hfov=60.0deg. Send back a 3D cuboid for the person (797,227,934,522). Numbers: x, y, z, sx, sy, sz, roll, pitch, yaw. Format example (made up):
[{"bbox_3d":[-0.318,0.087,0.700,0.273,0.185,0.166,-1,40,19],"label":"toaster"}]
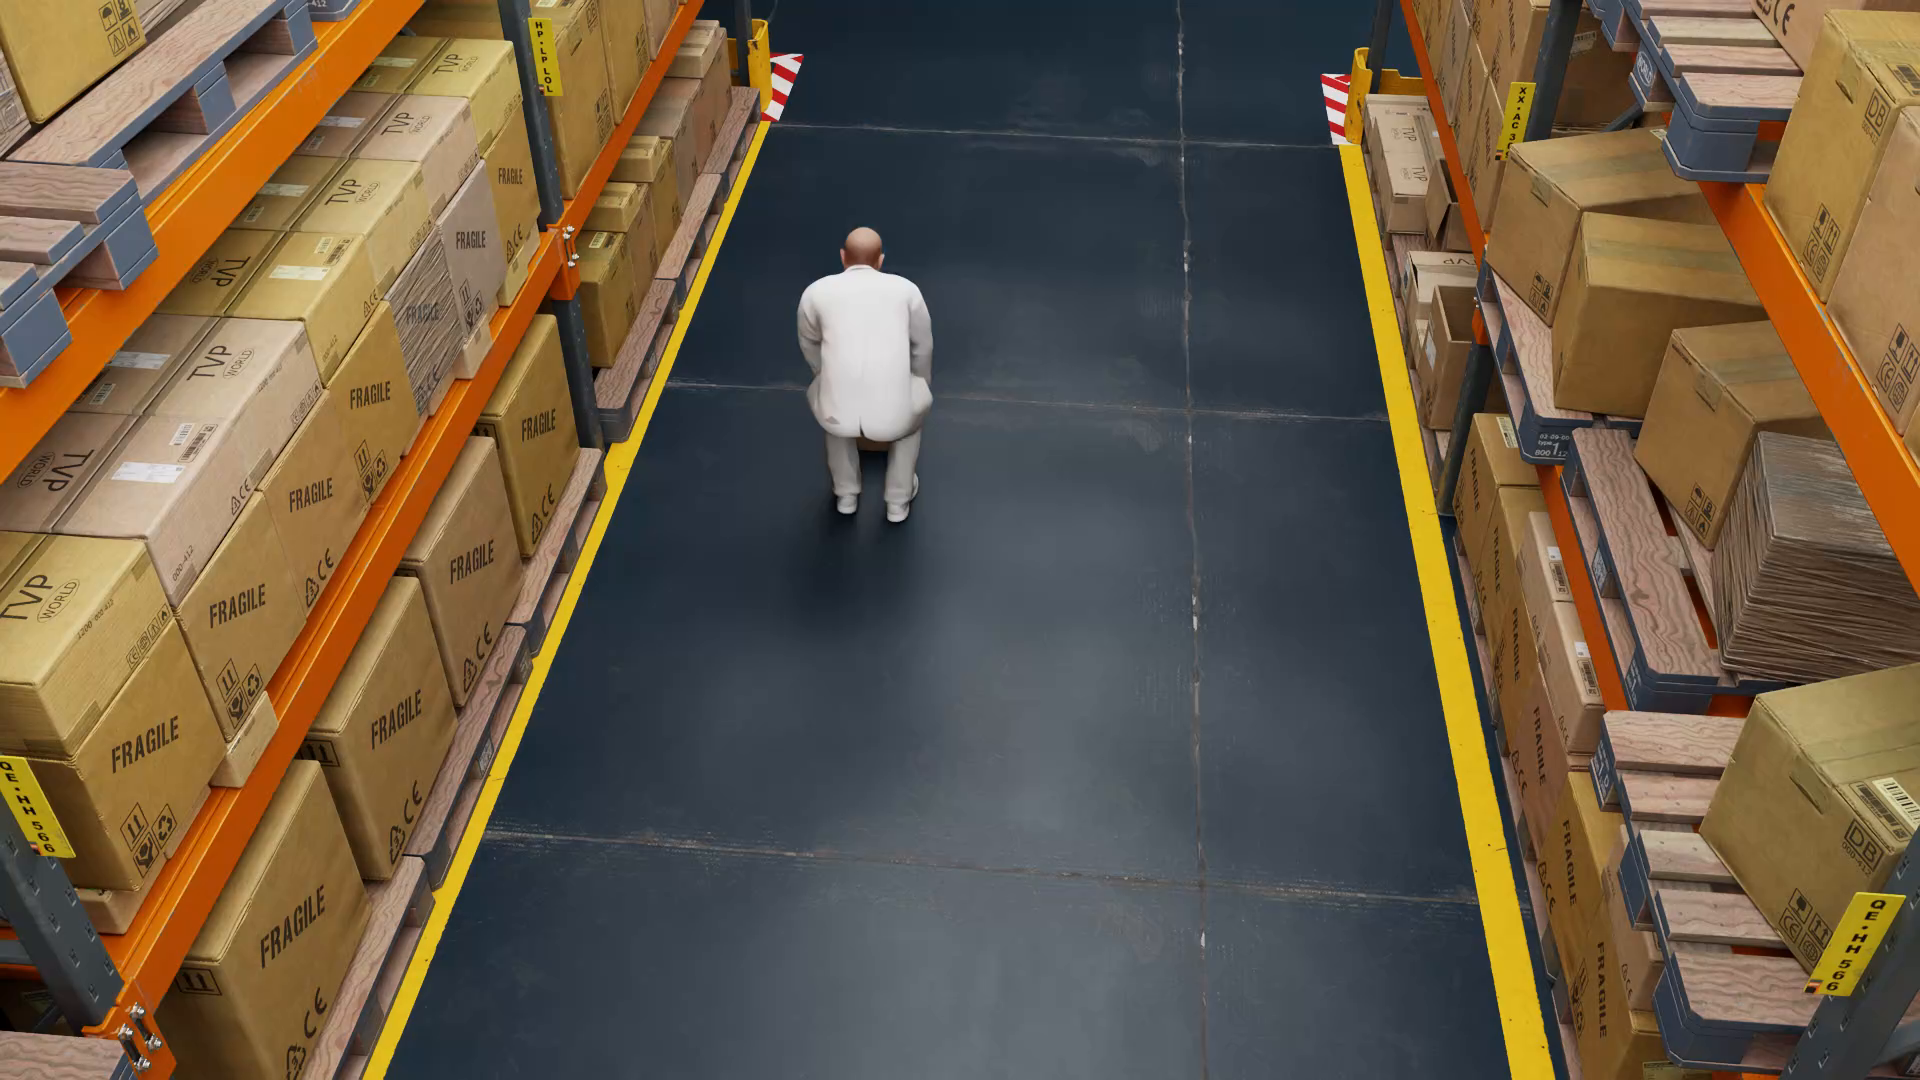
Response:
[{"bbox_3d":[-0.430,-0.707,7.471,0.628,1.211,0.814,3,40,4],"label":"person"}]
